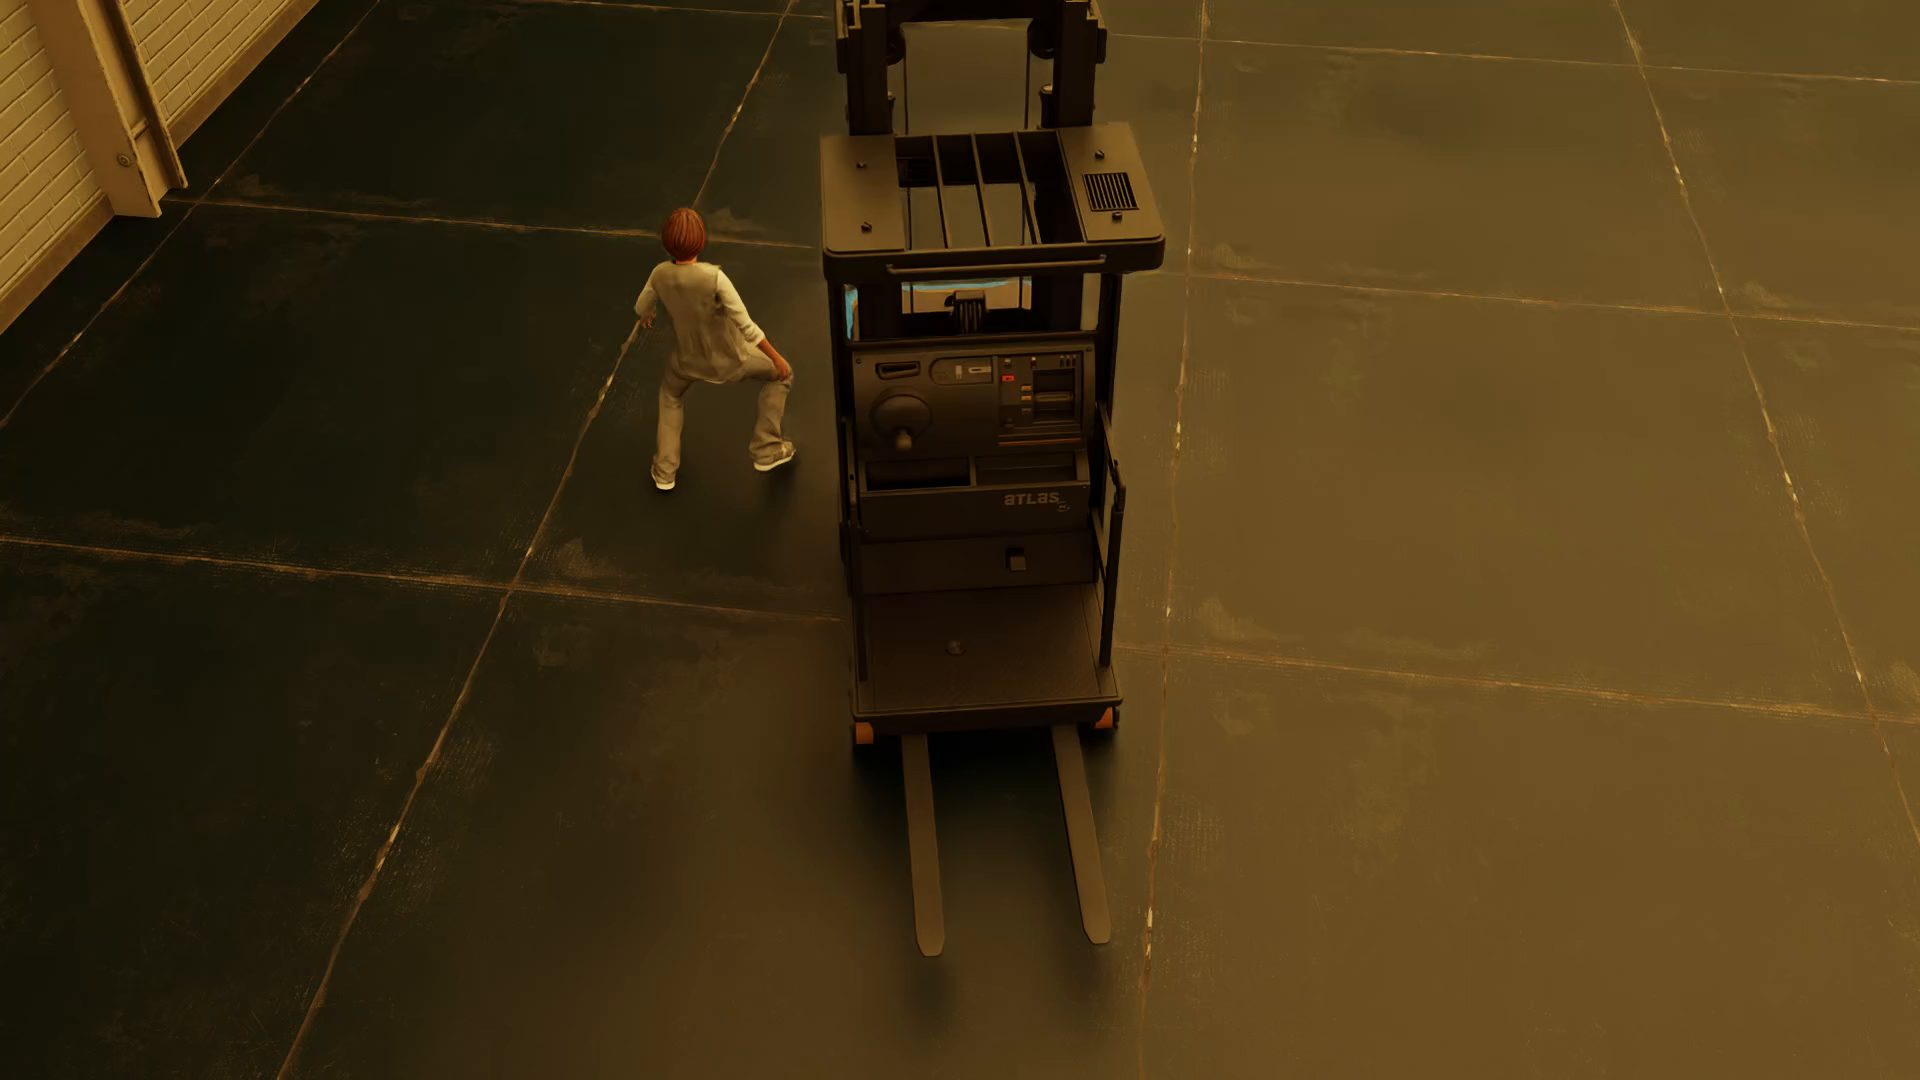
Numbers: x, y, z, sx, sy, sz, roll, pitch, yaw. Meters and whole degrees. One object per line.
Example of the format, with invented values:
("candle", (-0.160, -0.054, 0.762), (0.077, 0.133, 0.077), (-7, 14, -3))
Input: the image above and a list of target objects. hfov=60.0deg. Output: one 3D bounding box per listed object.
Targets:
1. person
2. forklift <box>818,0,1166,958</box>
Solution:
("person", (-1.186, -0.901, 7.801), (0.803, 1.482, 0.563), (13, 44, 14))
("forklift", (0.076, -0.465, 6.231), (1.130, 2.935, 3.031), (-3, 43, -4))
